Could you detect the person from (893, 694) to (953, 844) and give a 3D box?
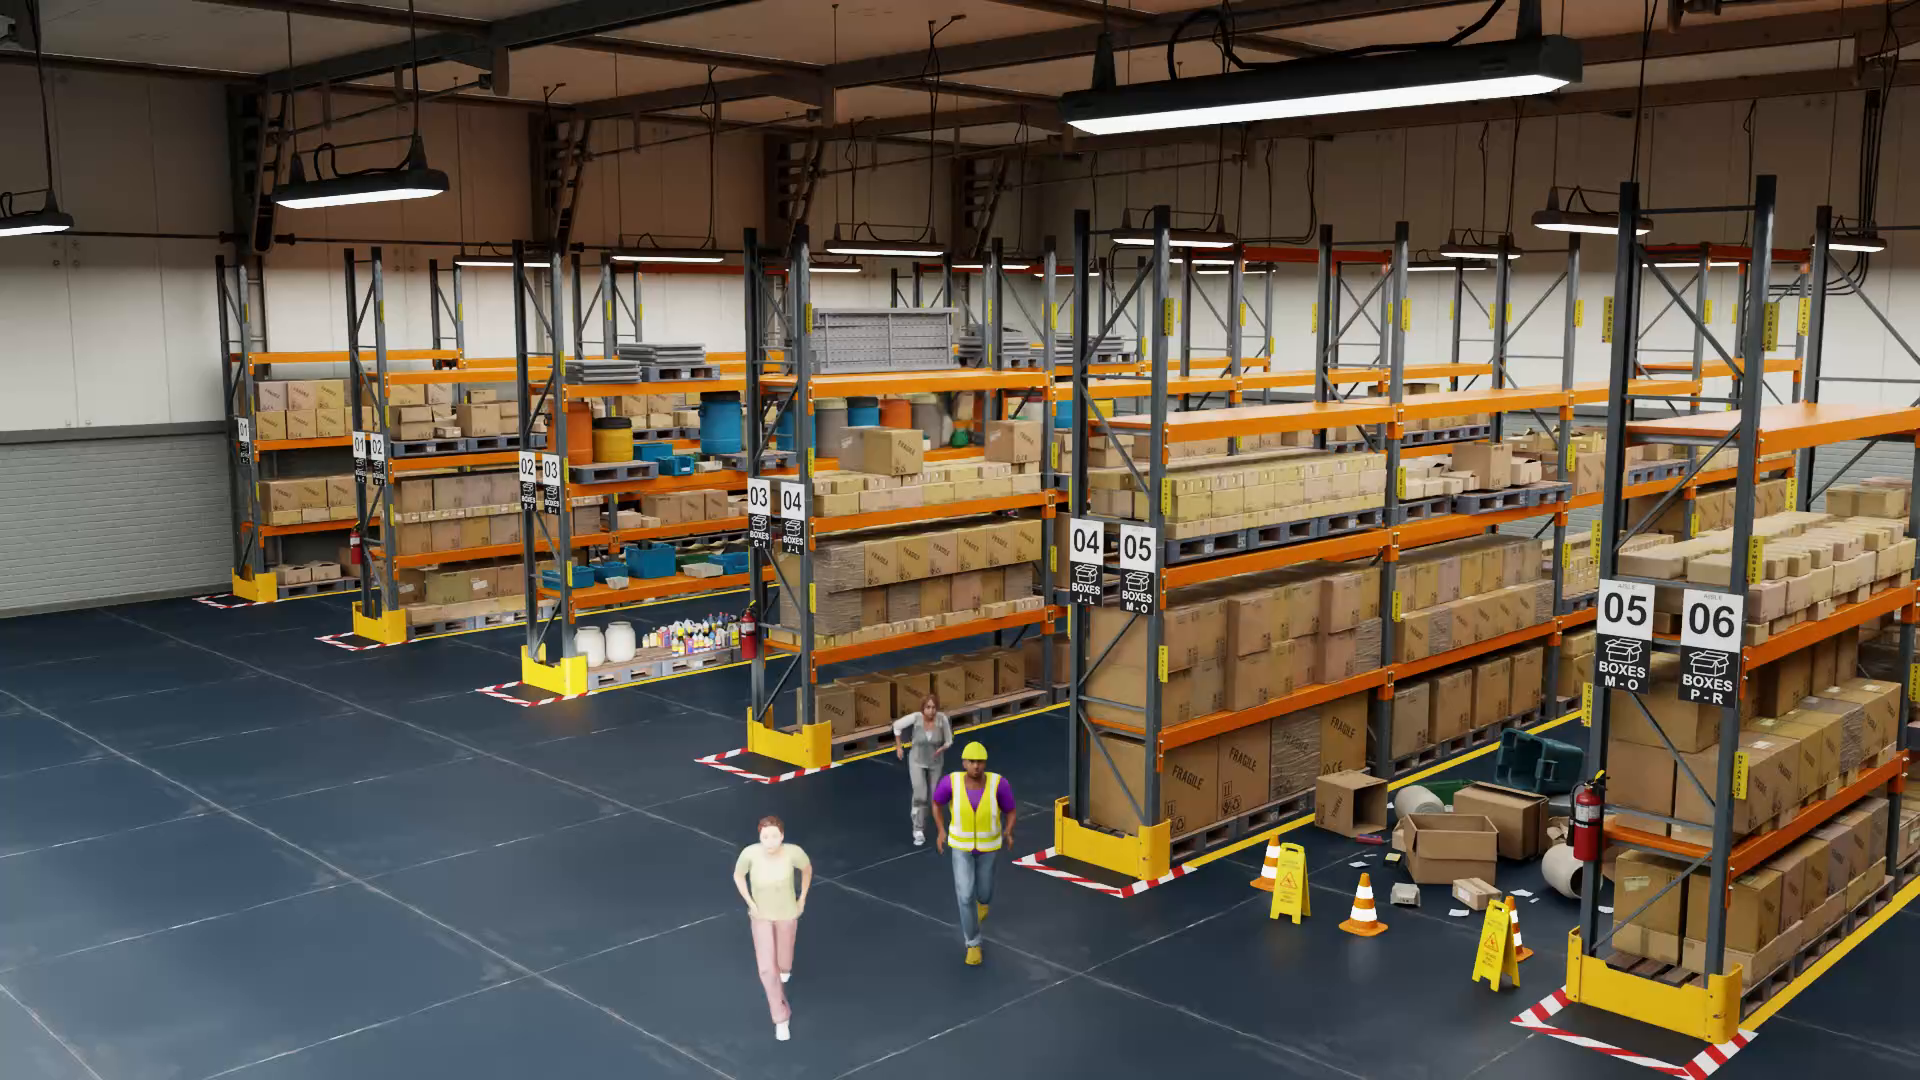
[{"bbox_3d":[-0.337,2.188,15.869,0.519,1.527,0.653,-2,8,-15],"label":"person"}]

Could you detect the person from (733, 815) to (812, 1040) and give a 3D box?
[{"bbox_3d":[-1.339,2.696,12.022,0.555,1.613,0.786,0,8,0],"label":"person"}]

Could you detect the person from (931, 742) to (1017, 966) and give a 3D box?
[{"bbox_3d":[0.112,2.435,13.353,0.680,1.738,0.855,0,8,-2],"label":"person"}]
